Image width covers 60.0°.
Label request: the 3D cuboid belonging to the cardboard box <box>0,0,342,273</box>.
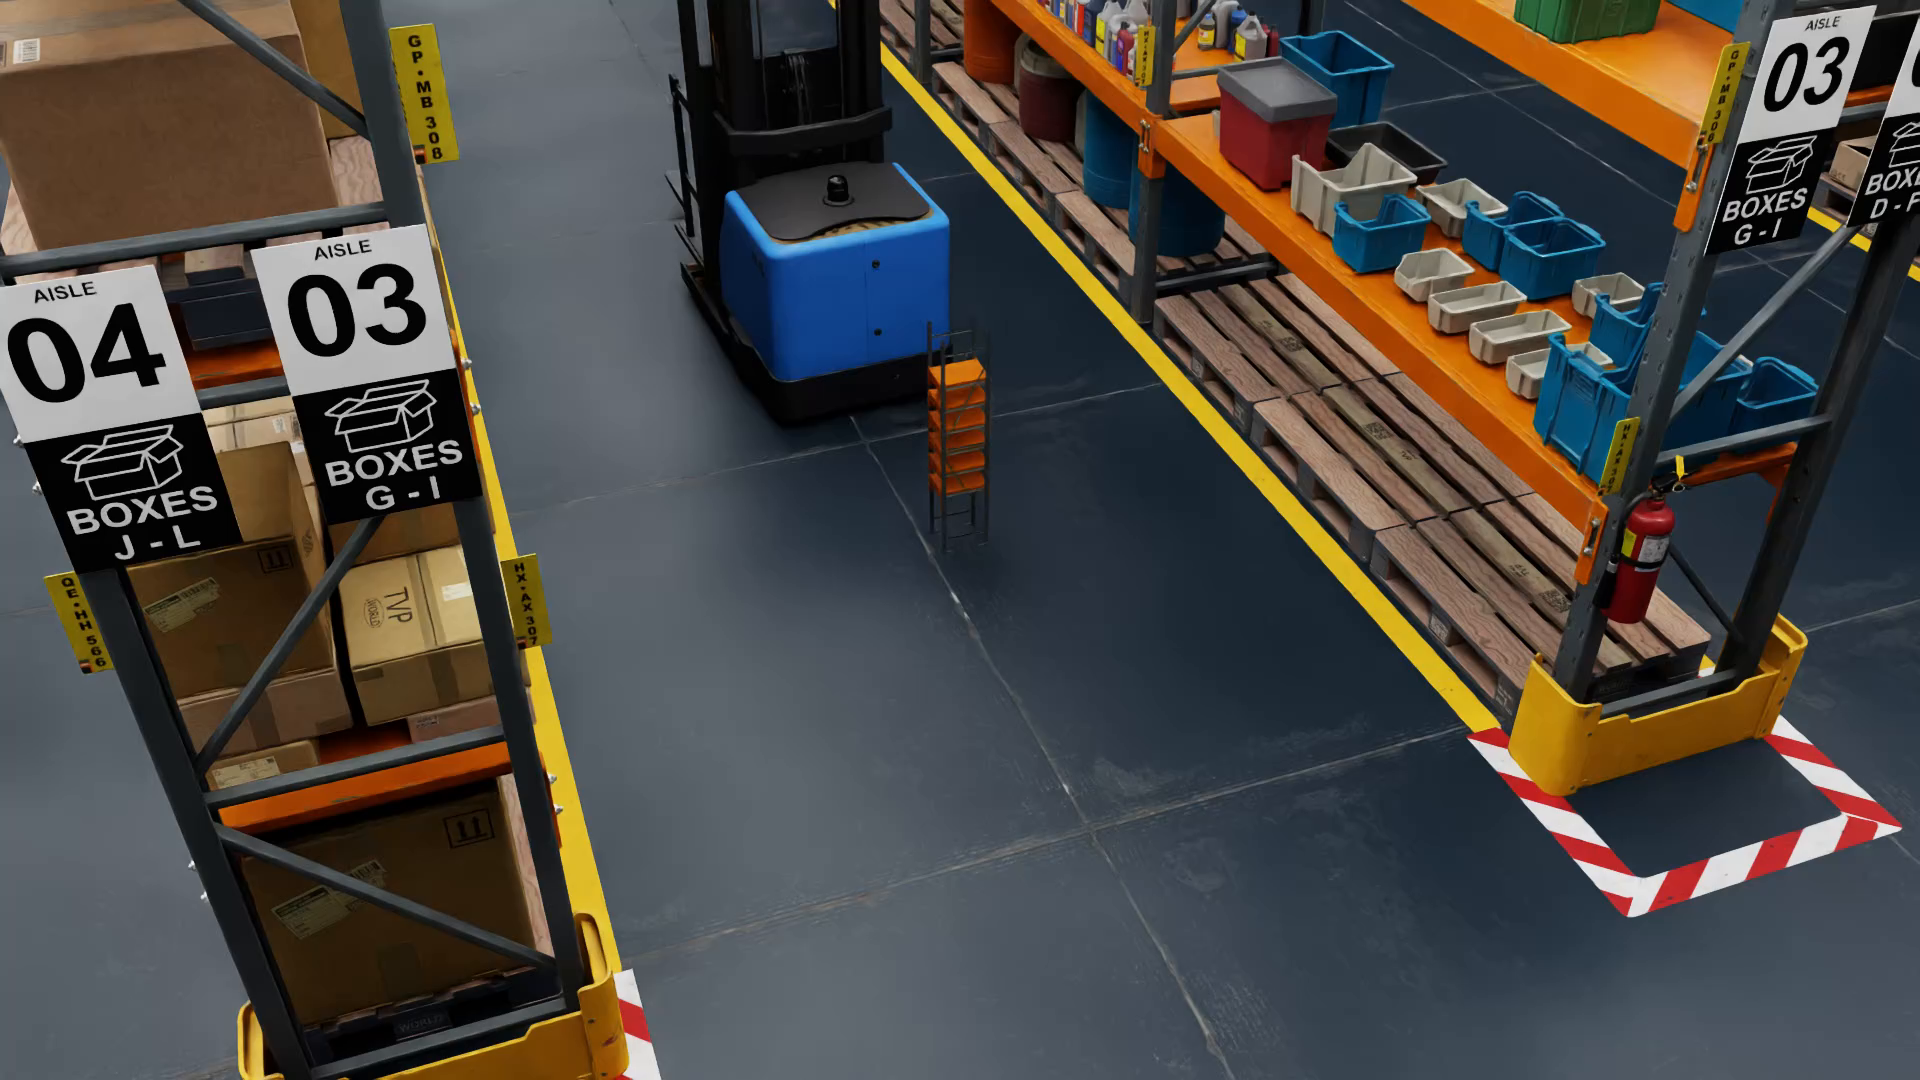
[{"bbox_3d":[-1.985,-1.061,4.157,0.700,0.500,0.500,-15,39,-19],"label":"cardboard box"}]

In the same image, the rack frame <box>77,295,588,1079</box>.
[{"bbox_3d":[-1.755,0.667,4.871,1.000,3.000,0.127,-12,39,-16],"label":"rack frame"}]

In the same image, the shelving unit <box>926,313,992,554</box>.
[{"bbox_3d":[-0.005,-0.487,7.900,0.258,1.200,0.189,-12,39,-16],"label":"shelving unit"}]

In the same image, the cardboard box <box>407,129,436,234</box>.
[{"bbox_3d":[-3.679,-1.773,9.528,1.225,0.875,0.875,-14,39,-18],"label":"cardboard box"}]

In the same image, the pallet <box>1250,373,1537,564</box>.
[{"bbox_3d":[2.232,-0.406,8.614,1.003,0.211,1.213,-12,39,-16],"label":"pallet"}]

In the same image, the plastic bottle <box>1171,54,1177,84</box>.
[{"bbox_3d":[1.190,-2.731,9.547,0.097,0.201,0.097,0,37,0],"label":"plastic bottle"}]

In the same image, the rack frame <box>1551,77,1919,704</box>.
[{"bbox_3d":[2.895,-0.358,6.232,1.000,3.000,0.127,-12,39,-16],"label":"rack frame"}]

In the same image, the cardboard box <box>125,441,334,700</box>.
[{"bbox_3d":[-2.170,0.088,4.894,0.500,0.500,0.500,-12,39,-15],"label":"cardboard box"}]

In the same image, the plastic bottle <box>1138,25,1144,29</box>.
[{"bbox_3d":[1.064,-2.937,9.821,0.097,0.201,0.097,0,37,0],"label":"plastic bottle"}]

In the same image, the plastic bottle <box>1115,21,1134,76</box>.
[{"bbox_3d":[0.957,-2.848,9.635,0.061,0.283,0.133,-12,39,-16],"label":"plastic bottle"}]

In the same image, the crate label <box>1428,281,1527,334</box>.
[{"bbox_3d":[2.239,-1.019,7.279,0.396,0.136,0.243,-12,39,-16],"label":"crate label"}]

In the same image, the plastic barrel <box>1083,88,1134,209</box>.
[{"bbox_3d":[1.104,-2.658,10.681,0.600,0.901,0.708,-12,39,-16],"label":"plastic barrel"}]

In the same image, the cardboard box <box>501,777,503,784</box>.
[{"bbox_3d":[-2.364,0.489,6.524,0.875,0.875,0.875,-12,39,-16],"label":"cardboard box"}]

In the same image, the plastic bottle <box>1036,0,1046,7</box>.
[{"bbox_3d":[0.532,-3.547,10.562,0.061,0.283,0.133,-12,39,-16],"label":"plastic bottle"}]

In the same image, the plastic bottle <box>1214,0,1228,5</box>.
[{"bbox_3d":[1.577,-3.185,10.092,0.097,0.271,0.097,0,37,0],"label":"plastic bottle"}]

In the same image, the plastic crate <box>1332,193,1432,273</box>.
[{"bbox_3d":[1.948,-1.422,7.735,0.416,0.233,0.300,-12,39,-16],"label":"plastic crate"}]

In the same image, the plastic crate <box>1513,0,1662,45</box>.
[{"bbox_3d":[2.288,-1.970,6.055,0.450,0.188,0.336,-12,39,-16],"label":"plastic crate"}]

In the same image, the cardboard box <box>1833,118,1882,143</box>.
[{"bbox_3d":[6.233,-3.142,11.641,0.500,0.500,0.500,-14,39,-18],"label":"cardboard box"}]

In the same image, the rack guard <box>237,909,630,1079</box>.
[{"bbox_3d":[-1.747,1.679,5.605,1.175,0.500,0.348,-12,39,-16],"label":"rack guard"}]

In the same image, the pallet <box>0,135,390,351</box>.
[{"bbox_3d":[-2.021,-0.912,4.549,1.003,0.211,1.213,-12,39,-16],"label":"pallet"}]

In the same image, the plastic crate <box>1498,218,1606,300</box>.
[{"bbox_3d":[2.666,-1.267,7.528,0.416,0.233,0.300,-12,39,-16],"label":"plastic crate"}]

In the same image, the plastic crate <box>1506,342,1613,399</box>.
[{"bbox_3d":[2.444,-0.700,6.856,0.396,0.136,0.243,-12,39,-16],"label":"plastic crate"}]

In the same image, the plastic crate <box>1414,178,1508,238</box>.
[{"bbox_3d":[2.400,-1.615,8.070,0.293,0.136,0.466,-12,39,-16],"label":"plastic crate"}]

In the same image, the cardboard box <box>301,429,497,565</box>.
[{"bbox_3d":[-1.839,-0.301,5.410,0.500,0.500,0.500,-13,39,-17],"label":"cardboard box"}]

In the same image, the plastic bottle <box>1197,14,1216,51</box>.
[{"bbox_3d":[1.480,-3.049,9.970,0.097,0.201,0.097,0,37,0],"label":"plastic bottle"}]

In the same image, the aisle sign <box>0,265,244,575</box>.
[{"bbox_3d":[-2.012,-0.268,3.952,0.394,0.787,0.004,-12,39,-16],"label":"aisle sign"}]

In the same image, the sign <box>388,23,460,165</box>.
[{"bbox_3d":[-1.232,-1.023,3.830,0.100,0.325,0.005,-12,39,-16],"label":"sign"}]

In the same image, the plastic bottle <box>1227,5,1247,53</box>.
[{"bbox_3d":[1.657,-3.054,9.918,0.097,0.271,0.097,0,37,0],"label":"plastic bottle"}]

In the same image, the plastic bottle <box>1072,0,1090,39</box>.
[{"bbox_3d":[0.780,-3.215,10.129,0.152,0.276,0.135,-12,39,-16],"label":"plastic bottle"}]

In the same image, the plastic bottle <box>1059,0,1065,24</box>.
[{"bbox_3d":[0.668,-3.321,10.331,0.097,0.201,0.097,0,37,0],"label":"plastic bottle"}]

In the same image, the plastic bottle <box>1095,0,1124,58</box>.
[{"bbox_3d":[0.895,-3.050,9.847,0.144,0.351,0.185,-12,39,-16],"label":"plastic bottle"}]

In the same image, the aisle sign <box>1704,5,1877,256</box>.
[{"bbox_3d":[2.645,-1.295,5.316,0.394,0.787,0.004,-12,39,-16],"label":"aisle sign"}]

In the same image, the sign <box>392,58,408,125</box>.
[{"bbox_3d":[-2.611,-2.086,7.740,0.100,0.325,0.005,-12,39,-16],"label":"sign"}]

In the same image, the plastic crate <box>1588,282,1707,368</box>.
[{"bbox_3d":[2.893,-0.895,7.034,0.416,0.233,0.300,-12,39,-16],"label":"plastic crate"}]

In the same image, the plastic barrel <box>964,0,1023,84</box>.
[{"bbox_3d":[0.326,-3.906,12.397,0.600,0.830,0.708,-12,39,-16],"label":"plastic barrel"}]

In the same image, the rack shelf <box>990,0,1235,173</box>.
[{"bbox_3d":[0.830,-3.460,10.949,1.077,0.370,4.000,-12,39,-16],"label":"rack shelf"}]

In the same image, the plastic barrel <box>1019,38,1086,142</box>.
[{"bbox_3d":[0.715,-3.171,11.622,0.600,0.588,0.708,-12,39,-16],"label":"plastic barrel"}]

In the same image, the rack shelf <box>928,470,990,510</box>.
[{"bbox_3d":[-0.005,-0.260,8.071,0.258,0.103,0.180,-12,39,-16],"label":"rack shelf"}]

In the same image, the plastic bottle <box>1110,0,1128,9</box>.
[{"bbox_3d":[0.967,-3.184,10.025,0.144,0.351,0.185,-12,39,-16],"label":"plastic bottle"}]

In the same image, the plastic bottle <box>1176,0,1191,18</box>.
[{"bbox_3d":[1.398,-3.432,10.416,0.152,0.276,0.135,-12,39,-16],"label":"plastic bottle"}]

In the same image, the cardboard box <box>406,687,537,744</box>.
[{"bbox_3d":[-1.568,0.499,5.304,0.380,0.149,0.250,-12,39,-15],"label":"cardboard box"}]

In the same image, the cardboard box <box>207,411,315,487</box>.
[{"bbox_3d":[-2.521,-0.185,5.879,0.500,0.250,0.500,-14,39,-17],"label":"cardboard box"}]

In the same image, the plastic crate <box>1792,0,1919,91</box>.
[{"bbox_3d":[3.024,-1.779,5.735,0.497,0.269,0.590,-12,39,-16],"label":"plastic crate"}]

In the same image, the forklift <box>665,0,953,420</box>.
[{"bbox_3d":[-1.078,-2.705,9.405,1.130,2.935,3.031,-14,39,-18],"label":"forklift"}]

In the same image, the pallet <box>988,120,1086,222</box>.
[{"bbox_3d":[0.869,-2.639,11.578,1.003,0.211,1.213,-12,39,-16],"label":"pallet"}]

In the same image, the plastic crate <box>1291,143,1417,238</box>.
[{"bbox_3d":[1.871,-1.694,8.054,0.437,0.282,0.530,-12,39,-16],"label":"plastic crate"}]

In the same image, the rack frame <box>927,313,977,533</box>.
[{"bbox_3d":[-0.036,-0.539,7.968,0.240,1.200,0.006,-12,39,-16],"label":"rack frame"}]

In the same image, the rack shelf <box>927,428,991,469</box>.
[{"bbox_3d":[-0.005,-0.452,7.927,0.258,0.103,0.180,-12,39,-16],"label":"rack shelf"}]

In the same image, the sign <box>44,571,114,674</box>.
[{"bbox_3d":[-2.270,0.215,4.313,0.100,0.325,0.005,-12,39,-16],"label":"sign"}]

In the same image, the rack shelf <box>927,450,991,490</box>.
[{"bbox_3d":[-0.005,-0.356,7.999,0.258,0.103,0.180,-12,39,-16],"label":"rack shelf"}]

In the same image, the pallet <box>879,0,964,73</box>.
[{"bbox_3d":[-0.088,-4.209,13.663,1.003,0.211,1.213,-12,39,-16],"label":"pallet"}]

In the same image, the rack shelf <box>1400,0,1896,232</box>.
[{"bbox_3d":[2.207,-2.399,7.046,1.077,0.370,4.000,-12,39,-16],"label":"rack shelf"}]

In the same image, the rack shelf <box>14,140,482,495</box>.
[{"bbox_3d":[-2.444,-1.373,5.685,1.077,0.370,4.000,-12,39,-16],"label":"rack shelf"}]

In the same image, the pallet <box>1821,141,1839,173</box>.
[{"bbox_3d":[5.855,-2.979,12.030,1.003,0.211,1.213,-12,39,-16],"label":"pallet"}]

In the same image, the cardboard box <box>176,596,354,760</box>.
[{"bbox_3d":[-2.171,0.389,5.117,0.500,0.250,0.500,-13,39,-17],"label":"cardboard box"}]

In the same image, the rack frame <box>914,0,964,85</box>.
[{"bbox_3d":[0.142,-4.878,12.232,1.000,3.000,0.127,-12,39,-16],"label":"rack frame"}]

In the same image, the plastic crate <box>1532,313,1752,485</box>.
[{"bbox_3d":[2.604,-0.547,6.404,0.616,0.435,0.499,-12,39,-16],"label":"plastic crate"}]

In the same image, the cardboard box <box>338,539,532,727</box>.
[{"bbox_3d":[-1.667,0.281,5.261,0.500,0.250,0.500,-13,39,-17],"label":"cardboard box"}]
